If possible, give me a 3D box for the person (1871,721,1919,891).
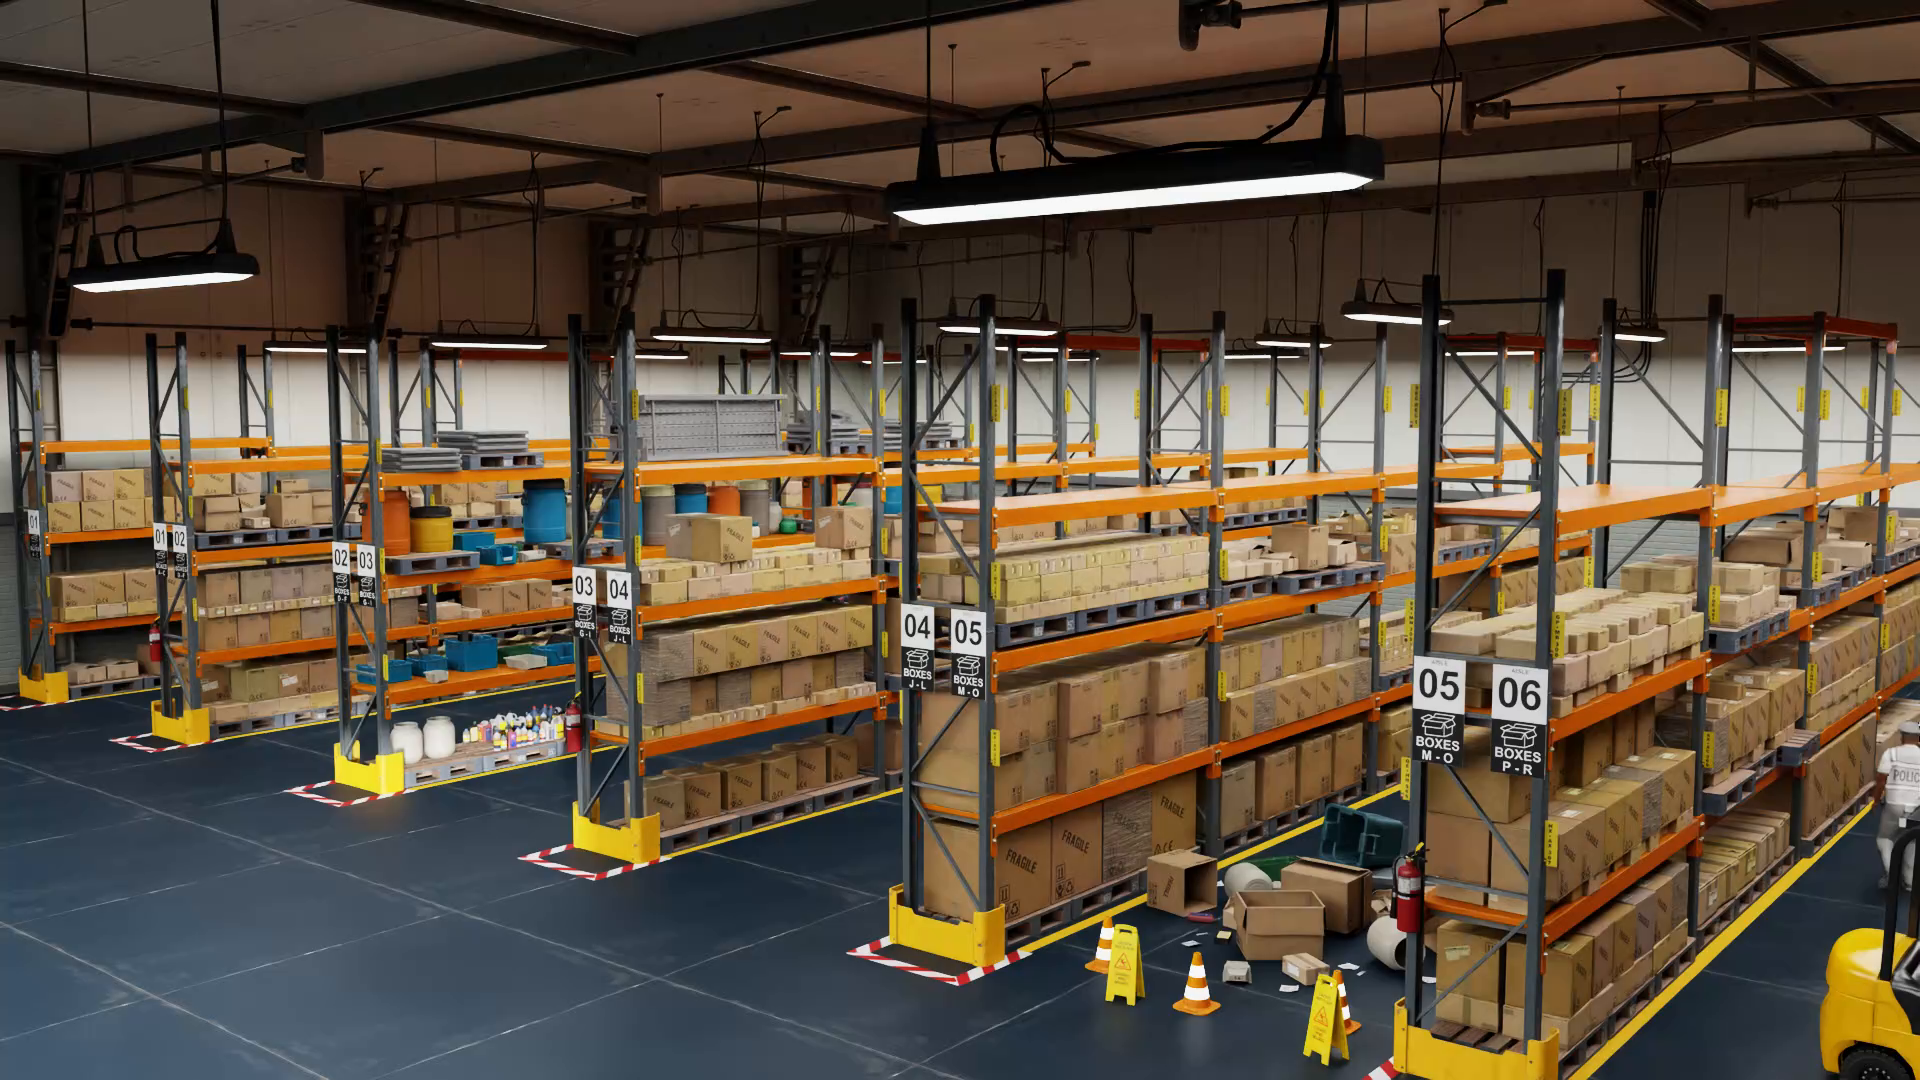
[{"bbox_3d":[9.801,2.772,17.210,0.615,1.725,0.651,2,6,21],"label":"person"}]

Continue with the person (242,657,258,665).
[{"bbox_3d":[-11.985,1.763,27.948,0.571,1.770,0.627,-4,7,-39],"label":"person"}]

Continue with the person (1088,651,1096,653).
[{"bbox_3d":[1.823,2.060,23.068,0.595,1.600,0.662,5,7,42],"label":"person"}]
